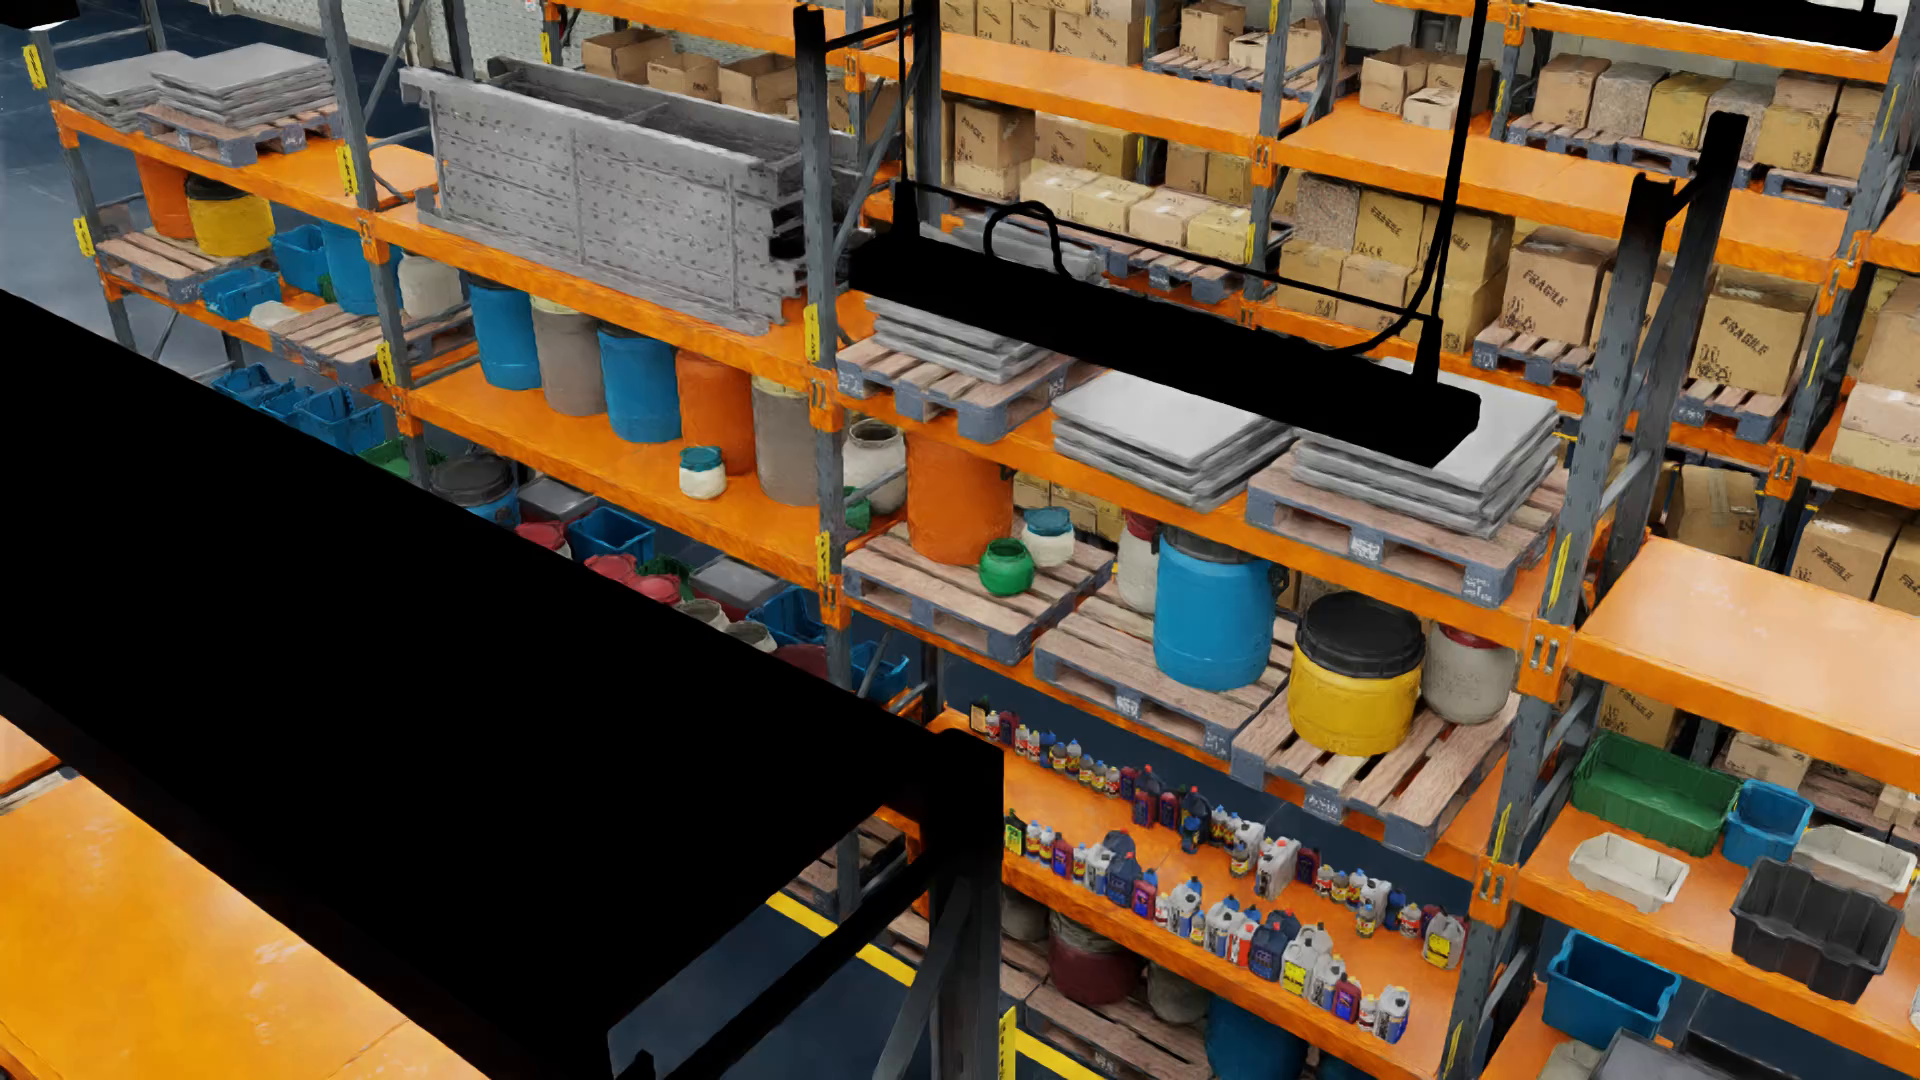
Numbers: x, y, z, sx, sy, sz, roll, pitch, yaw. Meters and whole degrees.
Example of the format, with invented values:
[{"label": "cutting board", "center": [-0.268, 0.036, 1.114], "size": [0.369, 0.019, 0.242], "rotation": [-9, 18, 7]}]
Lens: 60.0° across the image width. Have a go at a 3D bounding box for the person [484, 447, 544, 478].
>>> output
[{"label": "person", "center": [-4.131, -0.918, 15.172], "size": [1.126, 1.645, 0.542], "rotation": [23, 38, 33]}]
